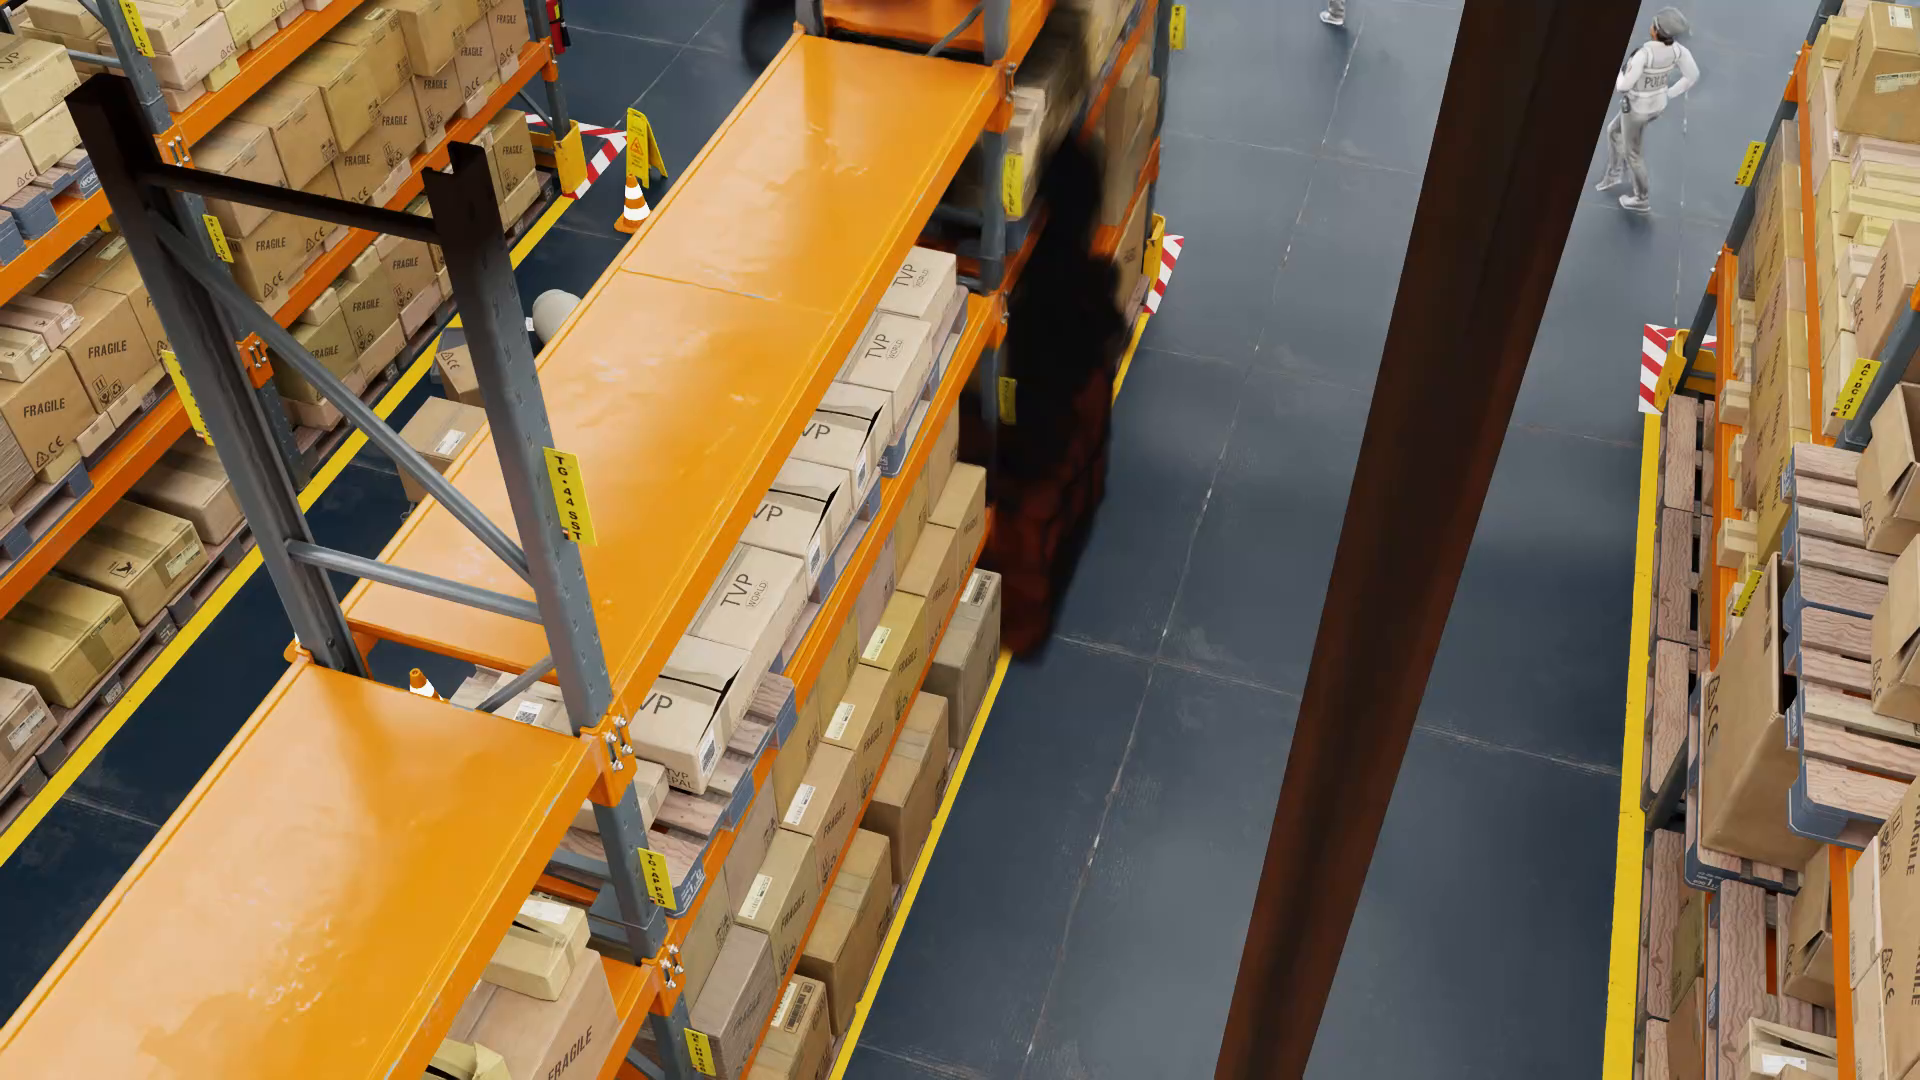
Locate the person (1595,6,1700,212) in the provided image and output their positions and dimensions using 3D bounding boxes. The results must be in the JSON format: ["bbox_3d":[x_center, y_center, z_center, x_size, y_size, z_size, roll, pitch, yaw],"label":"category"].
[{"bbox_3d":[5.425,-3.412,13.304,0.578,1.756,0.729,-24,50,-22],"label":"person"}]

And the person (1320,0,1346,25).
[{"bbox_3d":[3.475,-5.615,15.508,0.538,1.569,0.622,-27,51,-24],"label":"person"}]
